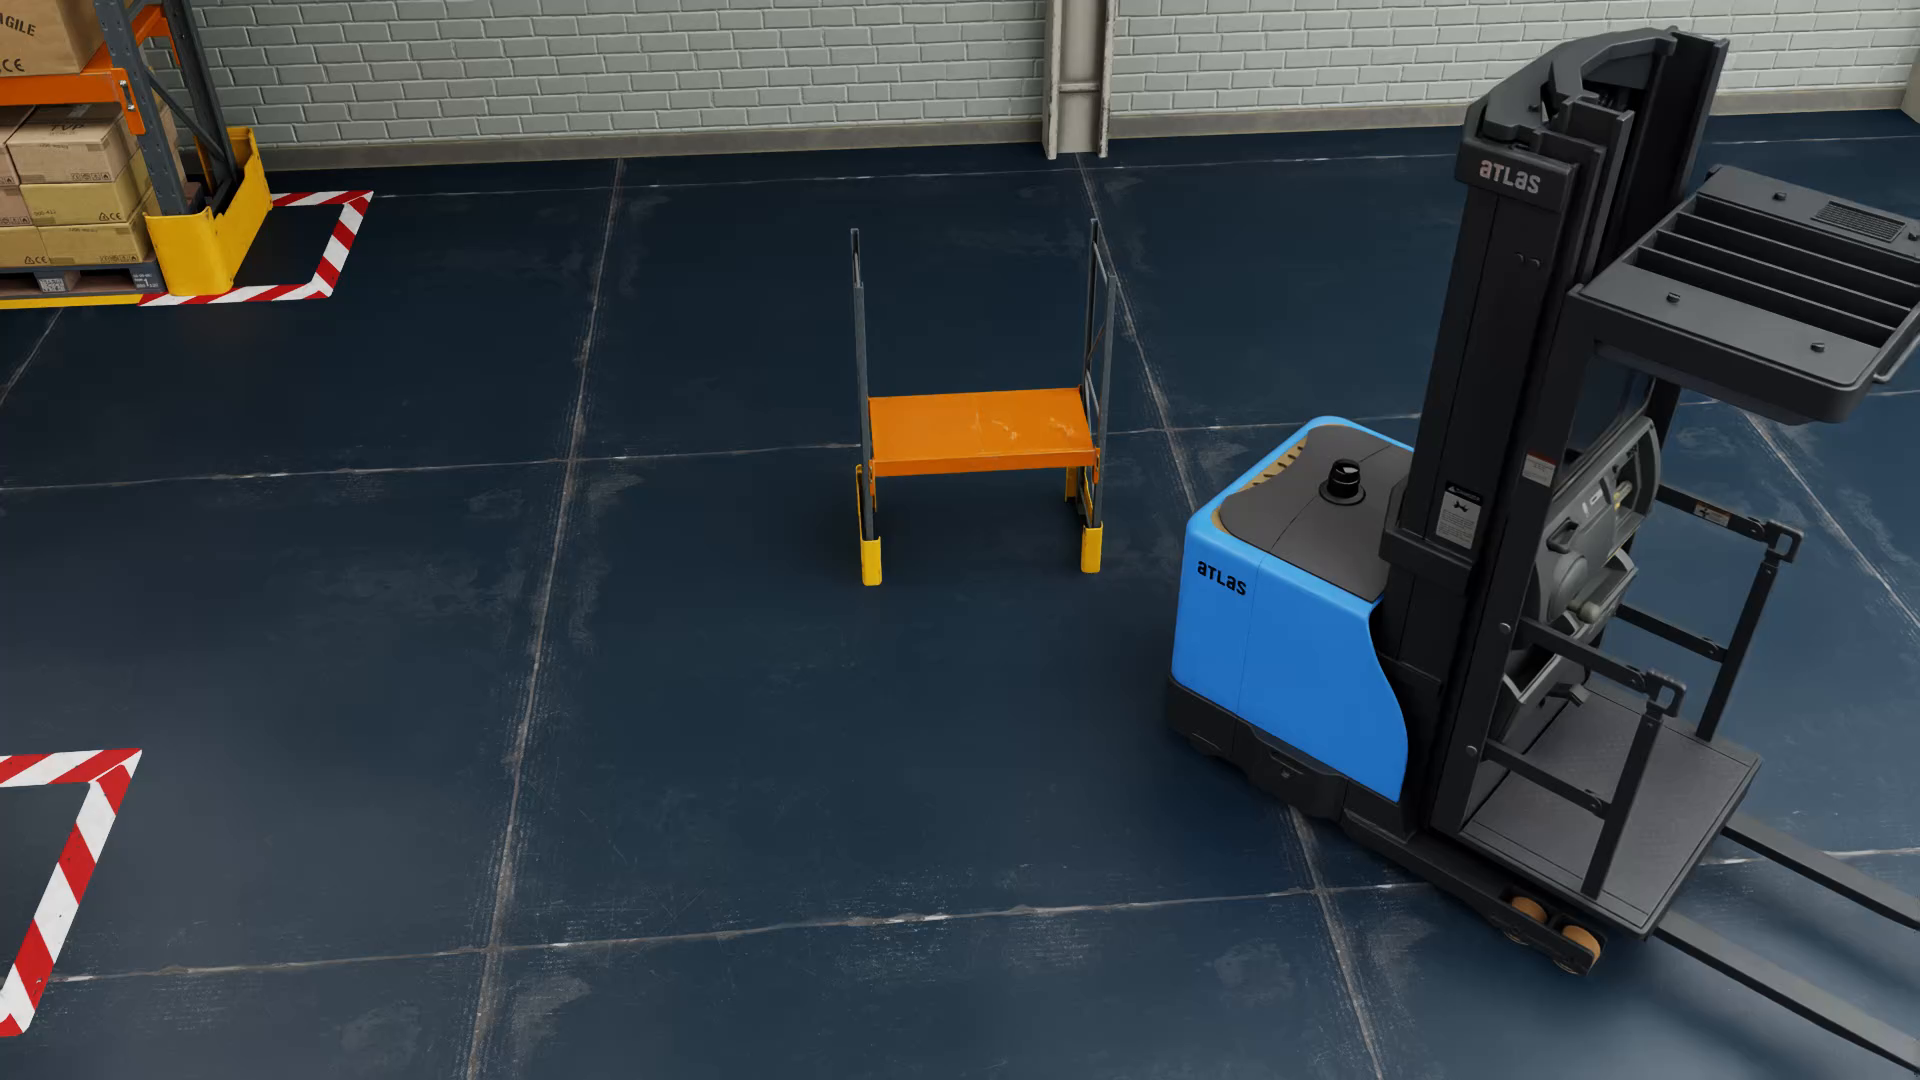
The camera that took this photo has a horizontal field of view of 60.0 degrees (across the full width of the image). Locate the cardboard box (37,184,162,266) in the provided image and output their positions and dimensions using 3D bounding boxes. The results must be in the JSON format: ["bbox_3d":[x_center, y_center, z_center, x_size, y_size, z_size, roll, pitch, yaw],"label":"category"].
[{"bbox_3d":[-4.885,-1.801,9.491,0.500,0.250,0.500,-3,38,-4],"label":"cardboard box"}]

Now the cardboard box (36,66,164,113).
[{"bbox_3d":[-4.940,-2.504,9.576,0.500,0.250,0.500,-4,38,-5],"label":"cardboard box"}]

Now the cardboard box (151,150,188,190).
[{"bbox_3d":[-4.951,-2.115,9.890,0.500,0.250,0.500,-3,38,-4],"label":"cardboard box"}]

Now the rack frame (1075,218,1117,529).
[{"bbox_3d":[0.591,-0.621,7.327,0.032,1.500,0.500,-3,38,-4],"label":"rack frame"}]

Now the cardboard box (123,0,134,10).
[{"bbox_3d":[-4.963,-3.119,9.201,0.500,0.500,0.500,-2,38,-3],"label":"cardboard box"}]

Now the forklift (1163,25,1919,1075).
[{"bbox_3d":[2.264,-0.006,5.391,3.031,2.935,1.130,28,46,31],"label":"forklift"}]

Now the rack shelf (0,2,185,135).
[{"bbox_3d":[-6.437,-2.544,9.133,4.000,0.370,1.077,-3,38,-4],"label":"rack shelf"}]

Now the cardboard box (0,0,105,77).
[{"bbox_3d":[-4.912,-2.786,8.779,0.500,0.500,0.500,-4,38,-5],"label":"cardboard box"}]

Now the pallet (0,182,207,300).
[{"bbox_3d":[-5.203,-1.773,9.827,1.213,0.211,1.003,-3,38,-4],"label":"pallet"}]

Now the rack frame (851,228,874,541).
[{"bbox_3d":[-0.421,-0.566,7.256,0.032,1.500,0.500,-3,38,-4],"label":"rack frame"}]

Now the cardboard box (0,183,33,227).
[{"bbox_3d":[-5.402,-1.977,9.311,0.500,0.250,0.500,-3,38,-4],"label":"cardboard box"}]

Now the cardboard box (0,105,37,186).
[{"bbox_3d":[-5.384,-2.164,9.145,0.500,0.250,0.500,-2,38,-3],"label":"cardboard box"}]

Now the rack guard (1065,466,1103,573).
[{"bbox_3d":[0.572,-0.130,7.712,0.087,0.250,0.587,-3,38,-4],"label":"rack guard"}]

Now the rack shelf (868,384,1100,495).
[{"bbox_3d":[0.085,-0.452,7.403,1.000,0.185,0.538,-3,38,-4],"label":"rack shelf"}]

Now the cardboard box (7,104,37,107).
[{"bbox_3d":[-5.438,-2.475,9.538,0.500,0.250,0.500,-3,38,-4],"label":"cardboard box"}]

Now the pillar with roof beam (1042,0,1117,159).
[{"bbox_3d":[1.140,-3.482,4.898,0.400,9.000,9.100,-3,38,-4],"label":"pillar with roof beam"}]

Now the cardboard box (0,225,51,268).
[{"bbox_3d":[-5.381,-1.779,9.464,0.500,0.250,0.500,-3,38,-4],"label":"cardboard box"}]

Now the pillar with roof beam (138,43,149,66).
[{"bbox_3d":[-4.837,-3.153,4.481,0.400,9.000,9.100,-3,38,-4],"label":"pillar with roof beam"}]

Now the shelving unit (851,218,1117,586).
[{"bbox_3d":[0.076,-0.593,7.291,1.083,1.500,0.587,-3,38,-4],"label":"shelving unit"}]

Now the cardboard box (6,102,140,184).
[{"bbox_3d":[-4.876,-2.196,9.185,0.500,0.250,0.500,-2,38,-2],"label":"cardboard box"}]

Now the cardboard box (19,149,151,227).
[{"bbox_3d":[-4.902,-1.998,9.338,0.500,0.250,0.500,-4,38,-5],"label":"cardboard box"}]

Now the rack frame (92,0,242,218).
[{"bbox_3d":[-4.445,-2.936,9.049,0.127,3.000,1.000,-3,38,-4],"label":"rack frame"}]

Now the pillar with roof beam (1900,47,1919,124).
[{"bbox_3d":[7.116,-3.811,5.315,0.400,9.000,9.100,-3,38,-4],"label":"pillar with roof beam"}]

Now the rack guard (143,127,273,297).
[{"bbox_3d":[-4.421,-1.956,9.825,0.348,0.500,1.175,-3,38,-4],"label":"rack guard"}]

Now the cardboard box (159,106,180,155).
[{"bbox_3d":[-4.931,-2.320,9.746,0.500,0.250,0.500,-2,38,-3],"label":"cardboard box"}]

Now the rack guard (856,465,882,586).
[{"bbox_3d":[-0.420,-0.075,7.643,0.087,0.250,0.587,-3,38,-4],"label":"rack guard"}]
